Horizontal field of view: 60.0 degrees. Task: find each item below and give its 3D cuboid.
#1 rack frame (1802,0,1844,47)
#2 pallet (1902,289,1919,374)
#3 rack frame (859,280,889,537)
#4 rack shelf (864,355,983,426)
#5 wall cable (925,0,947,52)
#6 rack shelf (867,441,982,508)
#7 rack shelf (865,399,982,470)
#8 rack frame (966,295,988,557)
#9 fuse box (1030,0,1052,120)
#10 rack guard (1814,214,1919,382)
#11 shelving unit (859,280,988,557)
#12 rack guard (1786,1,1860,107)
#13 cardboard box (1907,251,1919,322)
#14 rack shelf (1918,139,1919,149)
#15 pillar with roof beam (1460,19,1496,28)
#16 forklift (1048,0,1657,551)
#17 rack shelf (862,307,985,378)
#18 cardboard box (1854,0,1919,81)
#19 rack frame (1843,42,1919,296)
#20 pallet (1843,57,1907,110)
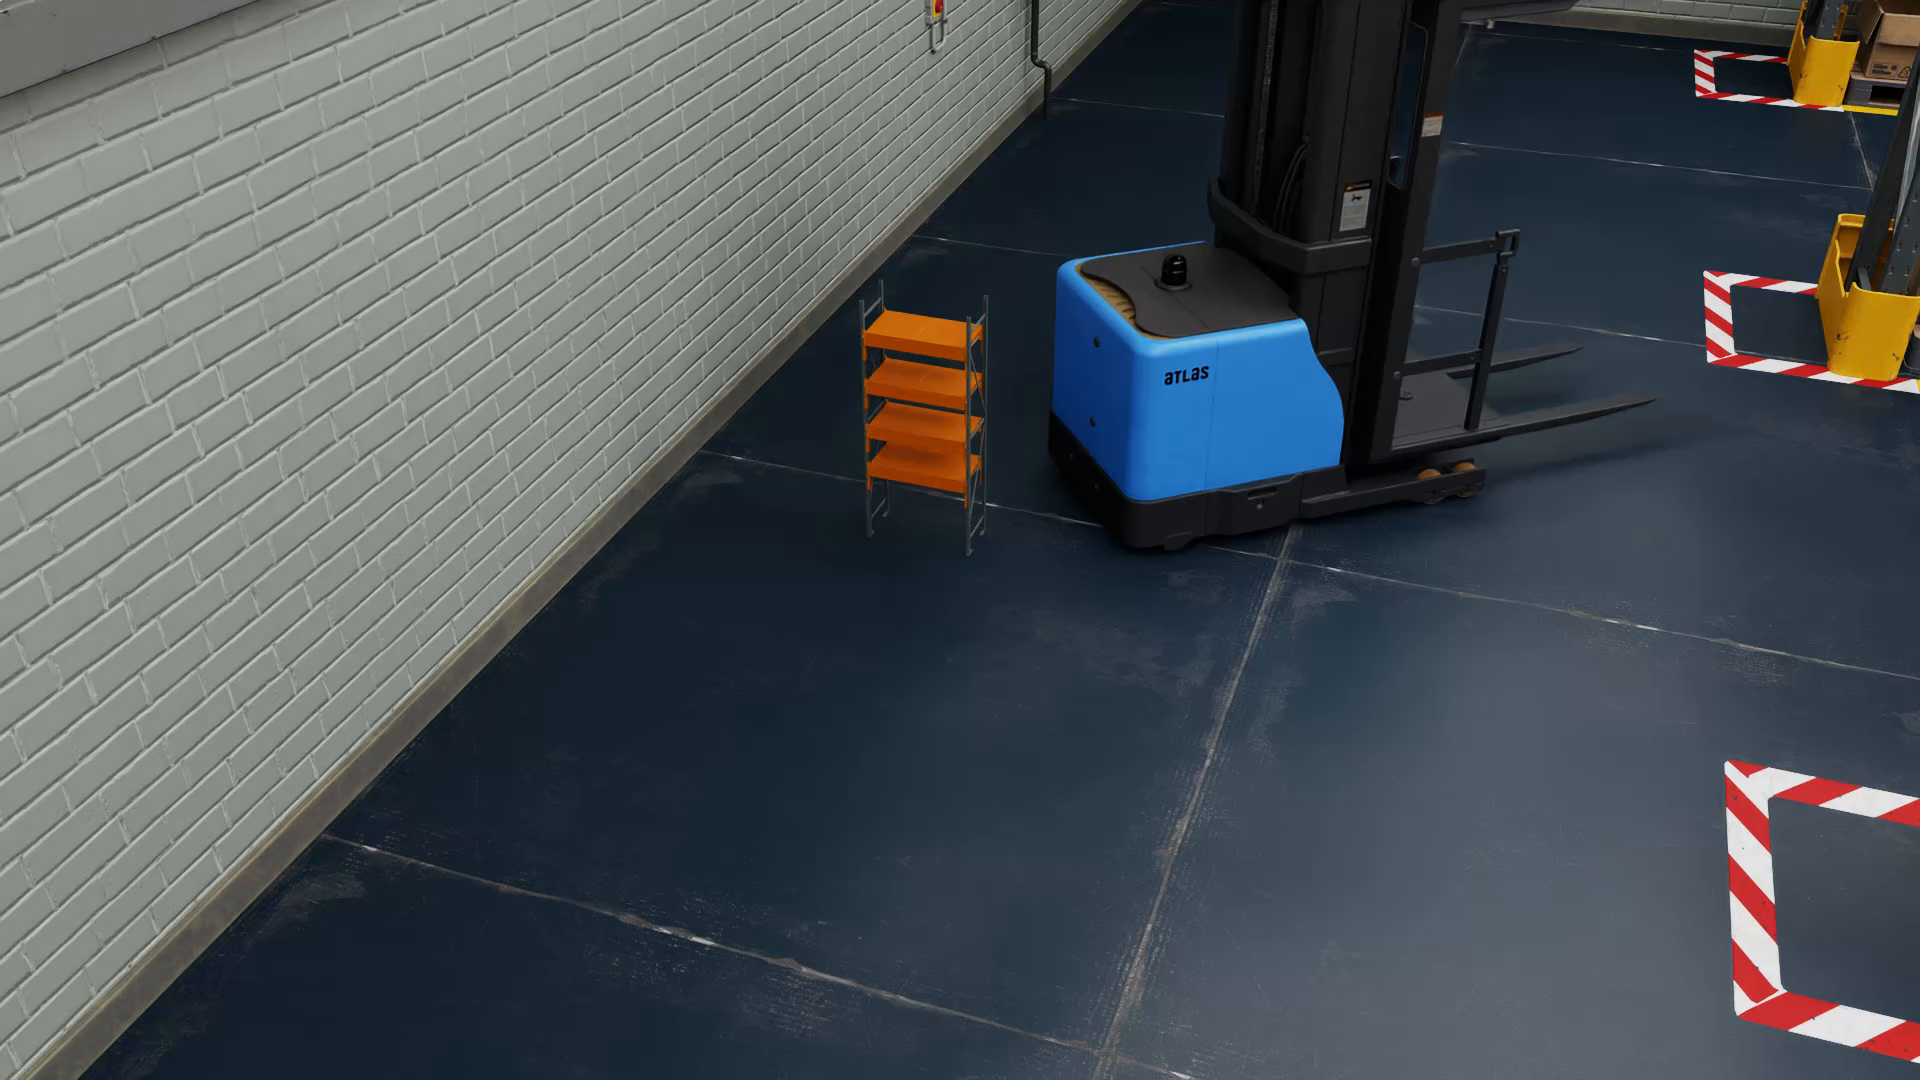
[{"bbox_3d":[6.842,-4.975,12.690,0.127,3.000,1.000,11,34,16],"label":"rack frame"},{"bbox_3d":[5.950,-1.162,9.355,1.213,0.211,1.003,11,34,16],"label":"pallet"},{"bbox_3d":[-0.386,-0.579,7.541,0.015,1.200,0.240,11,34,16],"label":"rack frame"},{"bbox_3d":[-0.156,-0.666,7.387,0.480,0.148,0.258,11,34,16],"label":"rack shelf"},{"bbox_3d":[-0.145,-3.899,10.059,0.123,1.953,0.585,11,34,16],"label":"wall cable"},{"bbox_3d":[-0.156,-0.311,7.616,0.480,0.148,0.258,11,34,16],"label":"rack shelf"},{"bbox_3d":[-0.156,-0.478,7.508,0.480,0.148,0.258,11,34,16],"label":"rack shelf"},{"bbox_3d":[0.074,-0.490,7.402,0.015,1.200,0.240,11,34,16],"label":"rack frame"},{"bbox_3d":[0.701,-3.964,12.312,0.414,1.711,0.539,11,34,16],"label":"fuse box"},{"bbox_3d":[5.149,-1.394,9.448,0.348,0.500,1.175,11,34,16],"label":"rack guard"},{"bbox_3d":[-0.156,-0.534,7.471,0.503,1.200,0.258,11,34,16],"label":"shelving unit"},{"bbox_3d":[6.914,-3.911,13.346,0.348,0.500,1.175,11,34,16],"label":"rack guard"},{"bbox_3d":[5.826,-1.470,9.236,0.875,0.438,0.875,10,34,15],"label":"cardboard box"},{"bbox_3d":[7.054,-1.771,8.391,4.000,0.370,1.077,11,34,16],"label":"rack shelf"},{"bbox_3d":[3.156,-6.251,9.135,0.400,9.000,9.100,11,34,16],"label":"pillar with roof beam"},{"bbox_3d":[2.013,-1.662,7.622,3.031,2.935,1.130,-11,34,-16],"label":"forklift"},{"bbox_3d":[-0.156,-0.864,7.258,0.480,0.148,0.258,11,34,16],"label":"rack shelf"},{"bbox_3d":[7.386,-3.942,13.005,0.637,0.503,0.797,10,34,15],"label":"cardboard box"},{"bbox_3d":[5.171,-2.440,8.763,0.127,3.000,1.000,11,34,16],"label":"rack frame"},{"bbox_3d":[7.665,-3.644,13.199,1.213,0.211,1.003,11,34,16],"label":"pallet"}]
